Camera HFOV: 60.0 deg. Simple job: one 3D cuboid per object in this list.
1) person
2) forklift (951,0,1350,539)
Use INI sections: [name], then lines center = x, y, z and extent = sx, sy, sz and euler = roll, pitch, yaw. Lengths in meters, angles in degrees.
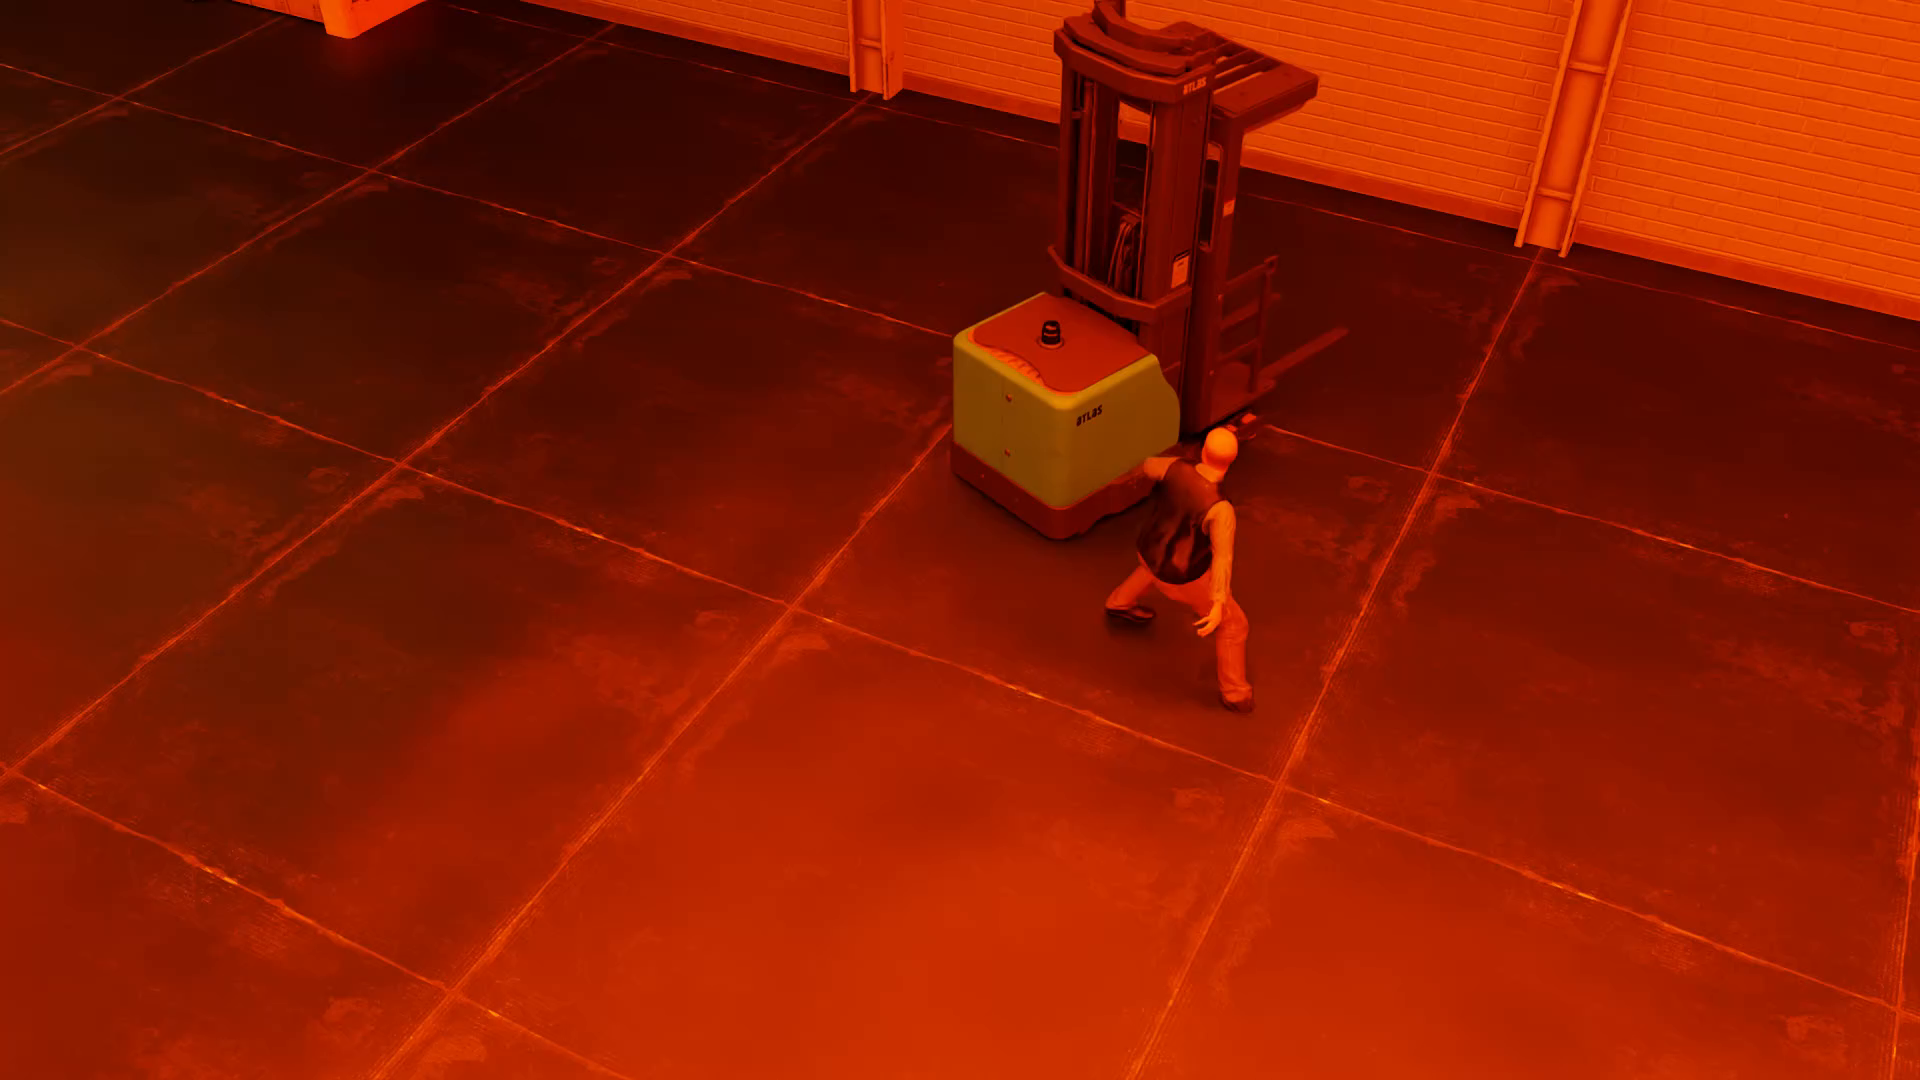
[person]
center = 1.257, 0.152, 8.960
extent = 0.564, 1.679, 1.068
euler = -16, 43, -18
[forklift]
center = 1.380, -1.939, 10.289
extent = 3.031, 2.935, 1.130
euler = -30, 48, -30
